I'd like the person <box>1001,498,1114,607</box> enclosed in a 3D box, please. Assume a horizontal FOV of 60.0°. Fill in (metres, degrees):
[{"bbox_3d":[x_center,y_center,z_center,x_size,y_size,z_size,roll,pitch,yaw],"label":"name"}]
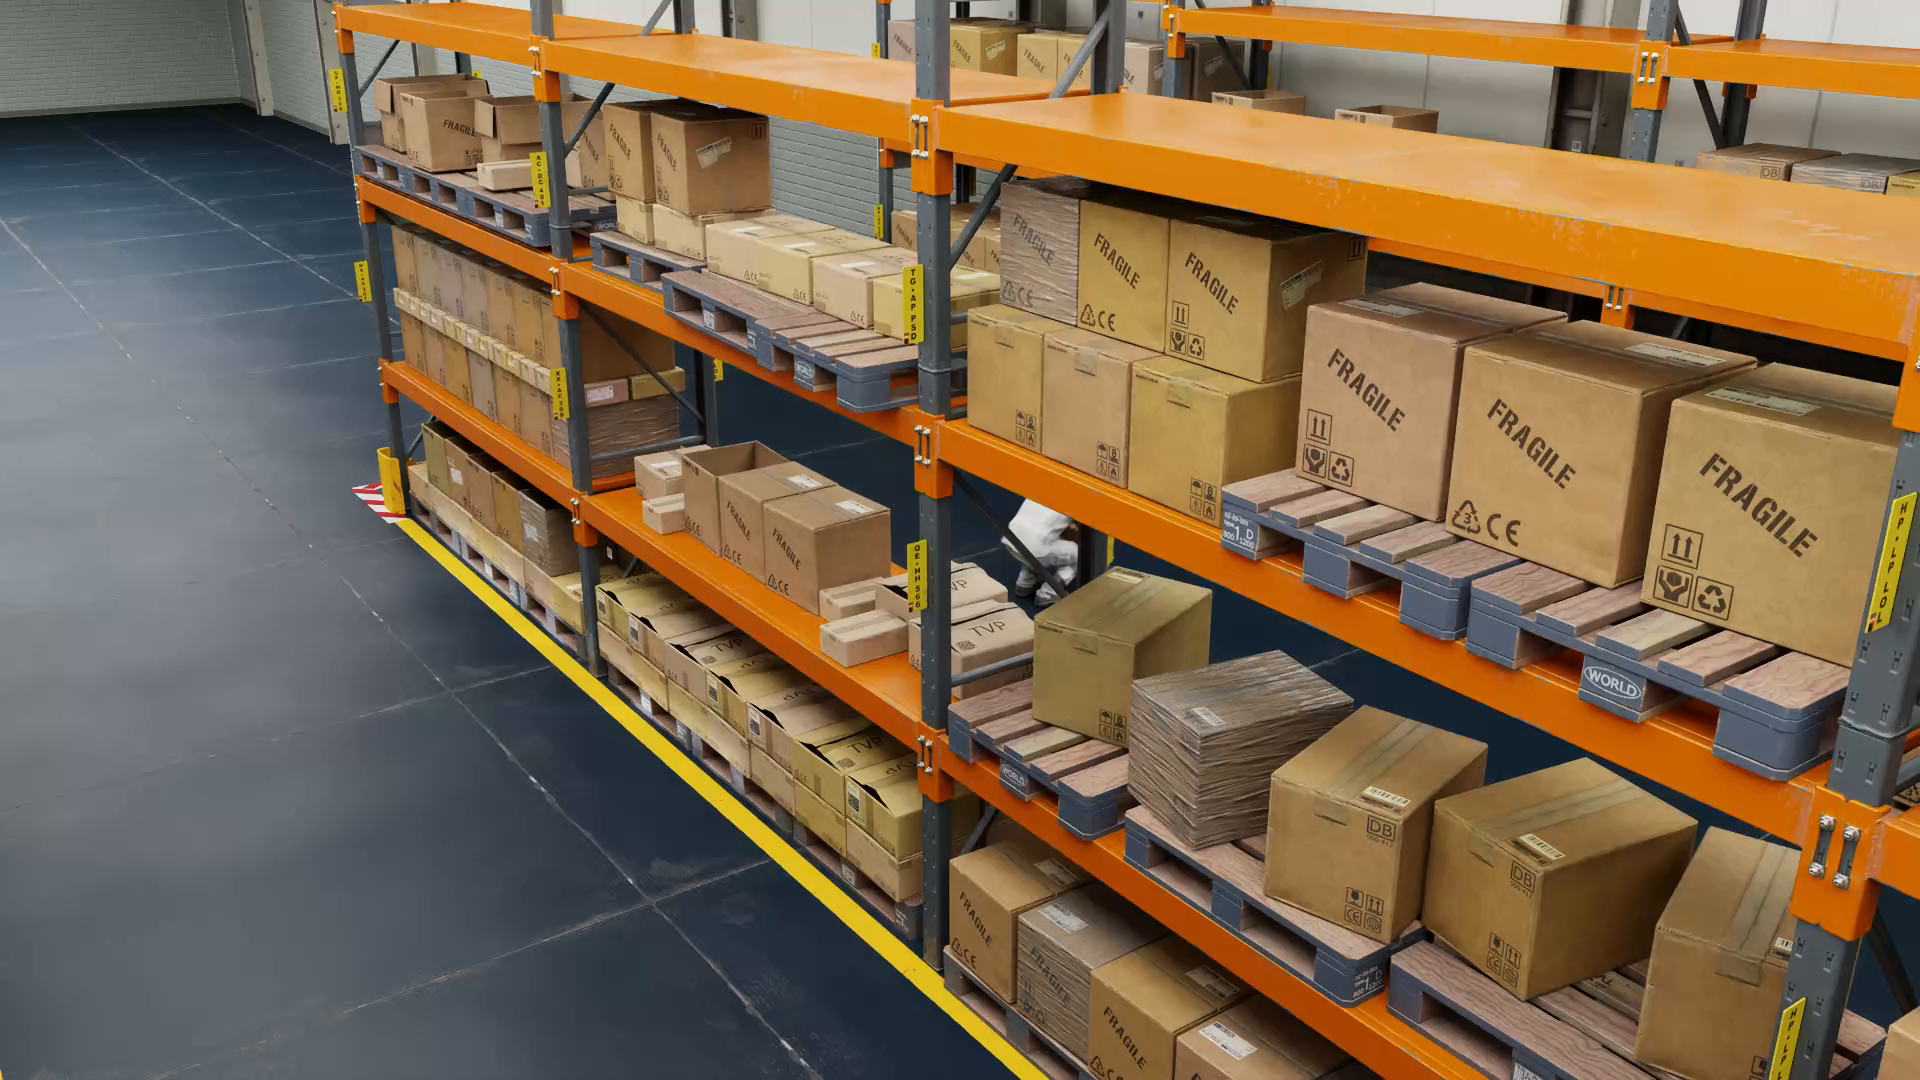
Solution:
[{"bbox_3d":[0.712,-0.068,12.333,0.892,0.998,0.547,-15,26,-34],"label":"person"}]
